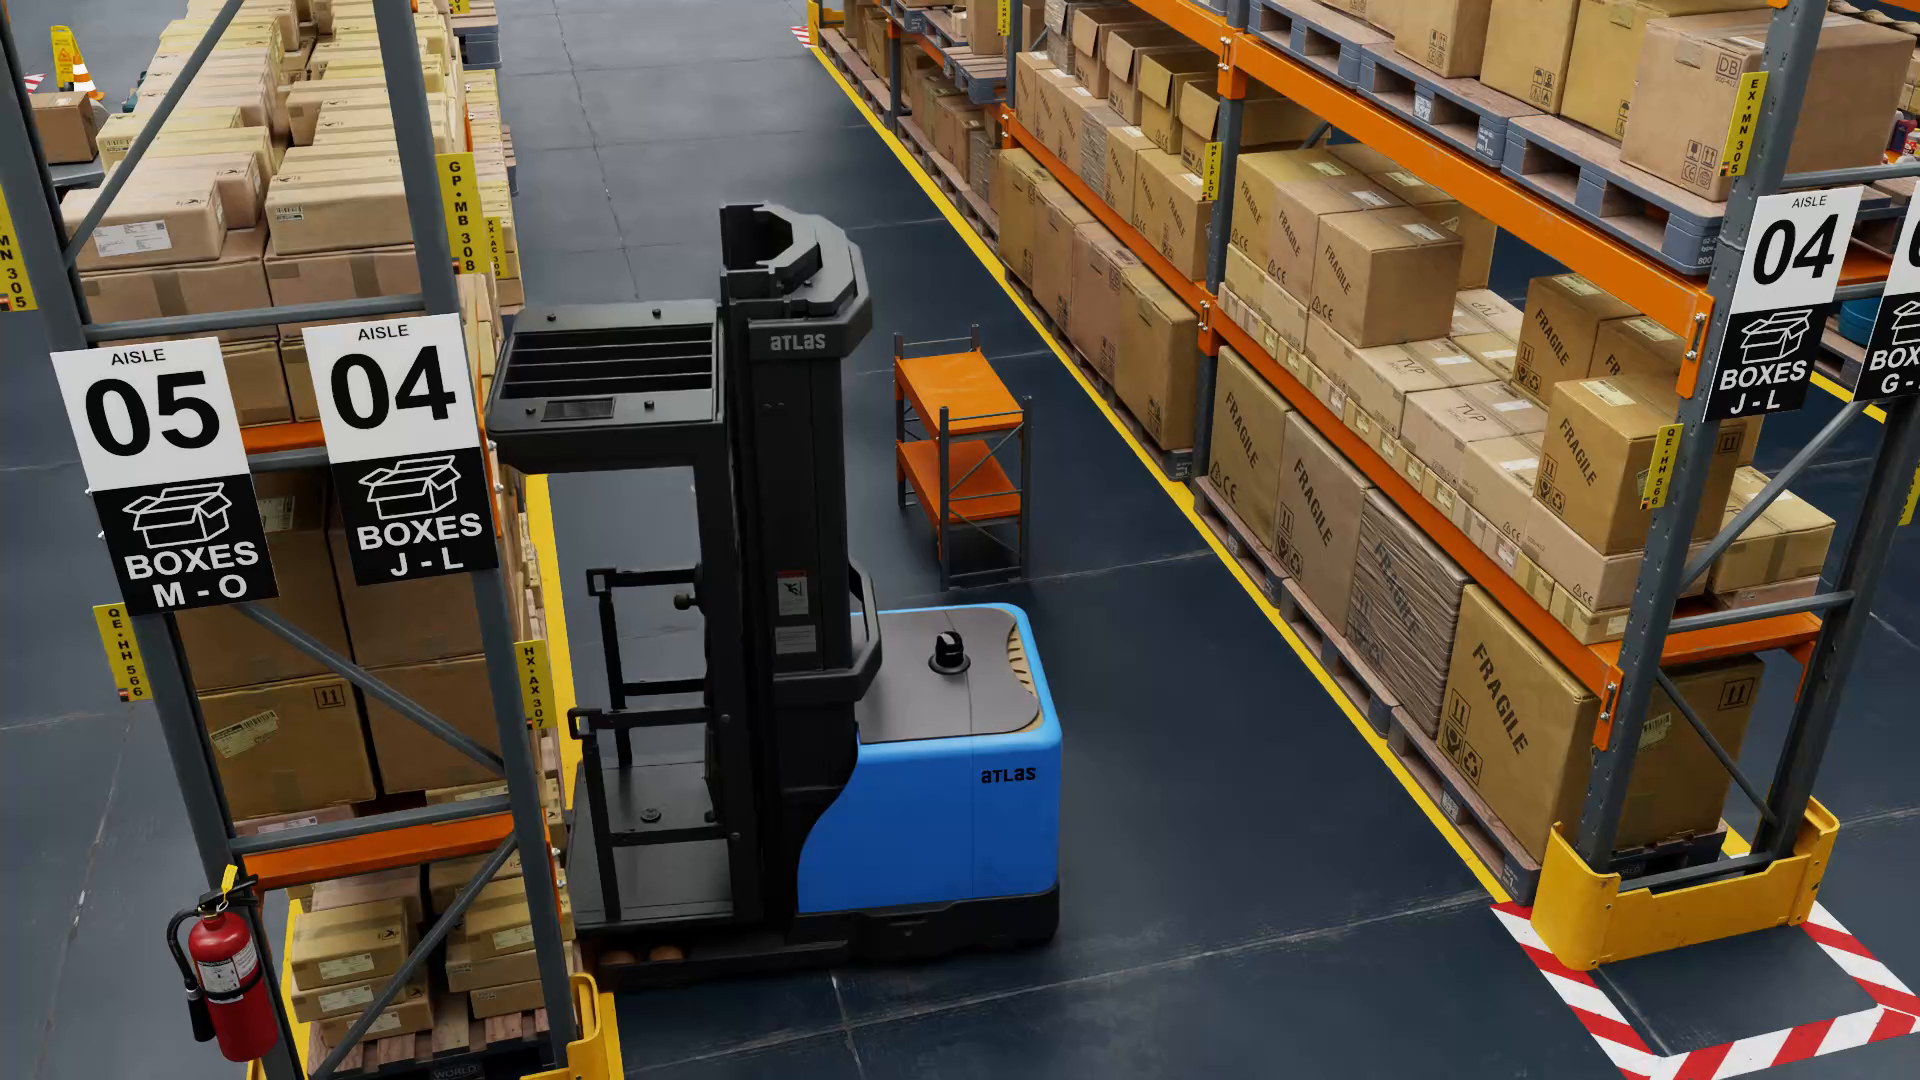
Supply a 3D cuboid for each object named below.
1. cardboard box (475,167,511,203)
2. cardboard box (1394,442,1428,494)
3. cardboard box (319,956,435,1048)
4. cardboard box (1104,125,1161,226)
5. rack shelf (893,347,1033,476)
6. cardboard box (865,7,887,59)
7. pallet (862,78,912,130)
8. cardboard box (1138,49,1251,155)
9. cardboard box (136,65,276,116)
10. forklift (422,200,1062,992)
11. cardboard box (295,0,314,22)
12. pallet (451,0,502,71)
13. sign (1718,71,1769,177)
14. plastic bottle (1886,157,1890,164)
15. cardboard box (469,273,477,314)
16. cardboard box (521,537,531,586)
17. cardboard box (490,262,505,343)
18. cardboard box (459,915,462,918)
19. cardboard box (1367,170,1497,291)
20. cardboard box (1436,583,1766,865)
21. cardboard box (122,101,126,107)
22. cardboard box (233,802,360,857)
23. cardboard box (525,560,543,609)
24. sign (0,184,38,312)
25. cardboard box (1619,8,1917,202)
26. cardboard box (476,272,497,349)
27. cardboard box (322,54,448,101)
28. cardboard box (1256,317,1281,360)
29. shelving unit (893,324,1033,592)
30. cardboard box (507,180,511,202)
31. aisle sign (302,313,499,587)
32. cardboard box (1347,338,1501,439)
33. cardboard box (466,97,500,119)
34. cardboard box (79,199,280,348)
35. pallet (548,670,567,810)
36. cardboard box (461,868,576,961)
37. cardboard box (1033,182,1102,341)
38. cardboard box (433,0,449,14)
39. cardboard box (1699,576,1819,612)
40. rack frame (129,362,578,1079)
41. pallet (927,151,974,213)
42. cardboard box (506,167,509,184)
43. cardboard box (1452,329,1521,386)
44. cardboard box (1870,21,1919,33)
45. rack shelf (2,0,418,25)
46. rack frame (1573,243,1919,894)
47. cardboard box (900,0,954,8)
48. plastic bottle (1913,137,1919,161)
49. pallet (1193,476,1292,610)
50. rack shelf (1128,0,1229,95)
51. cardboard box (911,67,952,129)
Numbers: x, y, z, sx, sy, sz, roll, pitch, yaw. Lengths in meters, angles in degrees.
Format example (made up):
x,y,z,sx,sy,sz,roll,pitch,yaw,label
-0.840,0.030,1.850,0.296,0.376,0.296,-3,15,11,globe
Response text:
x,y,z,sx,sy,sz,roll,pitch,yaw,label
-2.763,-1.998,9.445,0.380,0.149,0.250,-8,31,-14,cardboard box
2.224,-0.354,7.617,0.380,0.149,0.250,-8,31,-13,cardboard box
-2.171,1.720,6.210,0.380,0.149,0.250,-7,31,-12,cardboard box
1.259,-2.372,10.754,0.500,0.500,0.500,-8,31,-14,cardboard box
0.002,-0.737,9.316,0.538,0.278,1.000,-8,31,-13,rack shelf
-0.779,-5.651,18.594,0.500,0.500,0.500,-5,30,-9,cardboard box
-0.419,-4.624,17.529,1.003,0.211,1.213,-8,31,-13,pallet
1.568,-2.766,10.433,0.797,0.503,0.637,-8,31,-13,cardboard box
-2.512,-1.472,5.557,0.380,0.149,0.250,-7,31,-12,cardboard box
-1.150,0.253,6.387,3.031,2.935,1.130,-4,30,-6,forklift
-2.887,-2.237,6.879,0.380,0.149,0.250,-8,31,-14,cardboard box
-2.953,-2.566,8.383,1.213,0.211,1.003,-8,31,-13,pallet
2.451,-1.298,5.198,0.100,0.325,0.005,-8,31,-13,sign
6.242,-2.493,11.260,0.097,0.201,0.097,0,30,0,plastic bottle
-1.839,-0.844,5.370,0.500,0.250,0.500,-7,31,-12,cardboard box
-2.368,0.132,8.360,0.380,0.149,0.250,-8,31,-14,cardboard box
-2.492,-1.013,8.109,0.500,0.500,0.500,-8,31,-13,cardboard box
-1.809,1.536,6.529,0.380,0.149,0.250,-8,31,-13,cardboard box
2.425,-1.607,8.637,0.500,0.500,0.500,-8,31,-13,cardboard box
2.731,0.723,7.207,0.875,0.875,0.875,-8,31,-13,cardboard box
-8.528,-4.528,17.424,0.380,0.149,0.250,7,31,13,cardboard box
-2.190,0.884,5.480,0.380,0.149,0.250,-8,31,-13,cardboard box
-2.330,0.252,8.450,0.380,0.149,0.250,-9,31,-15,cardboard box
-2.371,-0.722,4.126,0.100,0.325,0.005,-8,31,-13,sign
2.789,-1.526,5.780,0.700,0.500,0.500,-10,31,-16,cardboard box
-2.242,-0.953,7.007,0.500,0.500,0.500,-7,31,-12,cardboard box
-1.961,-1.548,5.689,0.380,0.149,0.250,-7,31,-12,cardboard box
1.815,-1.098,8.903,0.380,0.149,0.250,-7,31,-12,cardboard box
0.002,-0.484,9.463,0.538,1.125,1.048,-8,31,-13,shelving unit
-2.836,-1.995,9.737,0.380,0.149,0.250,-7,31,-11,cardboard box
-1.522,-0.235,4.566,0.394,0.787,0.004,-8,31,-13,aisle sign
2.182,-0.720,7.853,0.500,0.250,0.500,-8,31,-13,cardboard box
-3.173,-2.747,10.740,0.380,0.149,0.250,-7,31,-12,cardboard box
-2.198,-0.743,4.697,0.500,0.250,0.500,-9,31,-15,cardboard box
-2.352,1.080,7.674,1.003,0.211,1.213,-8,31,-13,pallet
-1.642,1.391,6.185,0.380,0.149,0.250,-9,31,-16,cardboard box
1.247,-2.074,12.041,1.225,0.875,0.875,-8,31,-13,cardboard box
-2.360,-2.306,6.998,0.380,0.149,0.250,-8,31,-13,cardboard box
3.202,0.178,6.700,0.380,0.149,0.250,-8,31,-13,cardboard box
-1.831,0.895,5.210,1.000,3.000,0.127,-8,31,-13,rack frame
0.329,-3.339,15.307,1.003,0.211,1.213,-8,31,-13,pallet
-3.111,-2.370,10.682,0.380,0.149,0.250,-9,31,-15,cardboard box
2.693,-0.792,7.977,0.500,0.250,0.500,-8,31,-14,cardboard box
10.003,-5.412,17.872,0.500,0.311,0.500,-8,31,-13,cardboard box
-2.361,-2.355,5.557,1.077,0.370,4.000,-8,31,-13,rack shelf
2.978,0.284,6.265,1.000,3.000,0.127,-8,31,-13,rack frame
-0.131,-5.551,15.327,1.000,1.000,1.000,-8,31,-13,cardboard box
6.809,-2.778,11.753,0.097,0.201,0.097,0,30,0,plastic bottle
2.043,-0.063,9.649,1.003,0.211,1.213,-8,31,-13,pallet
1.386,-3.601,10.700,1.077,0.370,4.000,-8,31,-13,rack shelf
-0.065,-4.321,16.277,0.700,0.500,0.500,-10,32,-17,cardboard box
